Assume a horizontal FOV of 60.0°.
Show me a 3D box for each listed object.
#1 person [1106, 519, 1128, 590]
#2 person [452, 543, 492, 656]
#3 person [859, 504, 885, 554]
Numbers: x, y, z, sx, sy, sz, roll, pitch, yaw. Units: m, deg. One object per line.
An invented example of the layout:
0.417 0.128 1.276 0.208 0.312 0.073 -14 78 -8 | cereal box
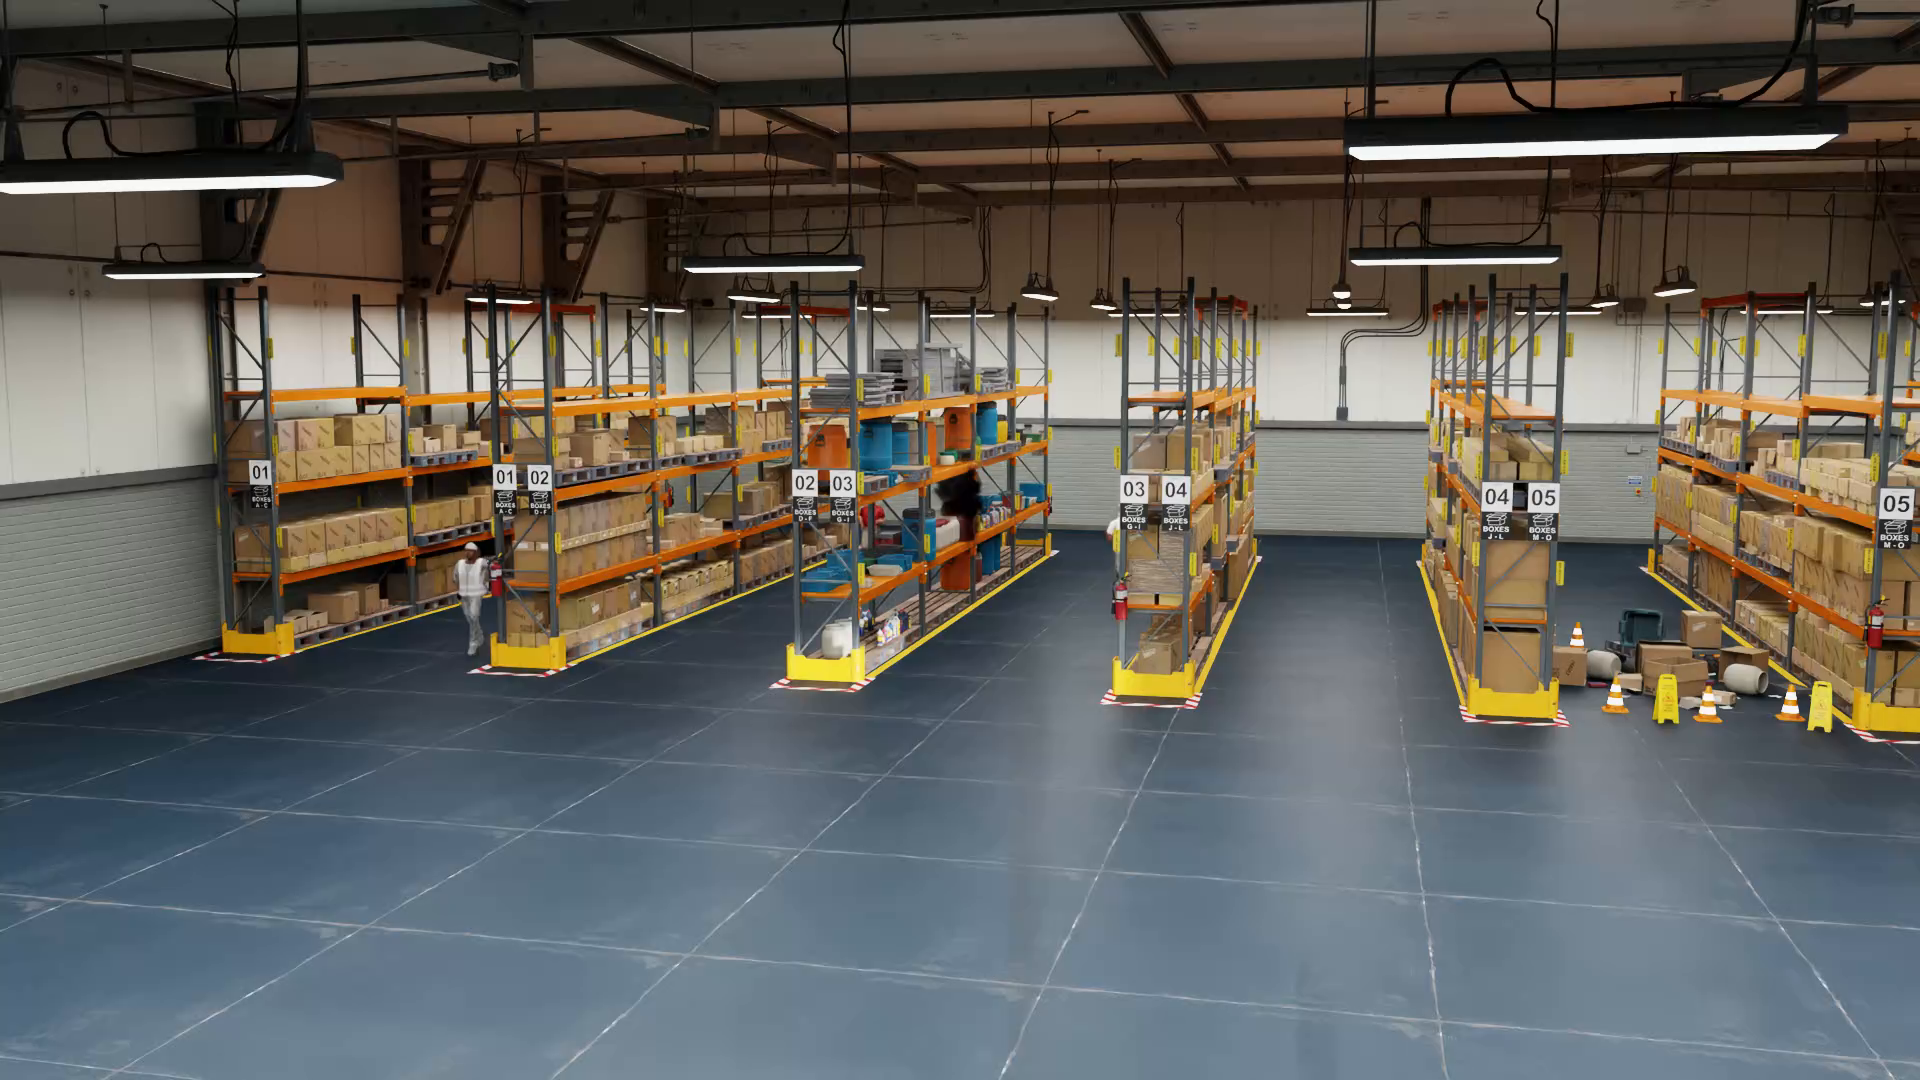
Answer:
3.154 0.192 31.861 0.699 1.737 0.593 0 7 1 | person
-8.062 0.953 27.493 0.664 1.835 0.775 1 7 11 | person
-2.025 -0.162 37.680 0.645 1.723 0.632 1 7 6 | person
